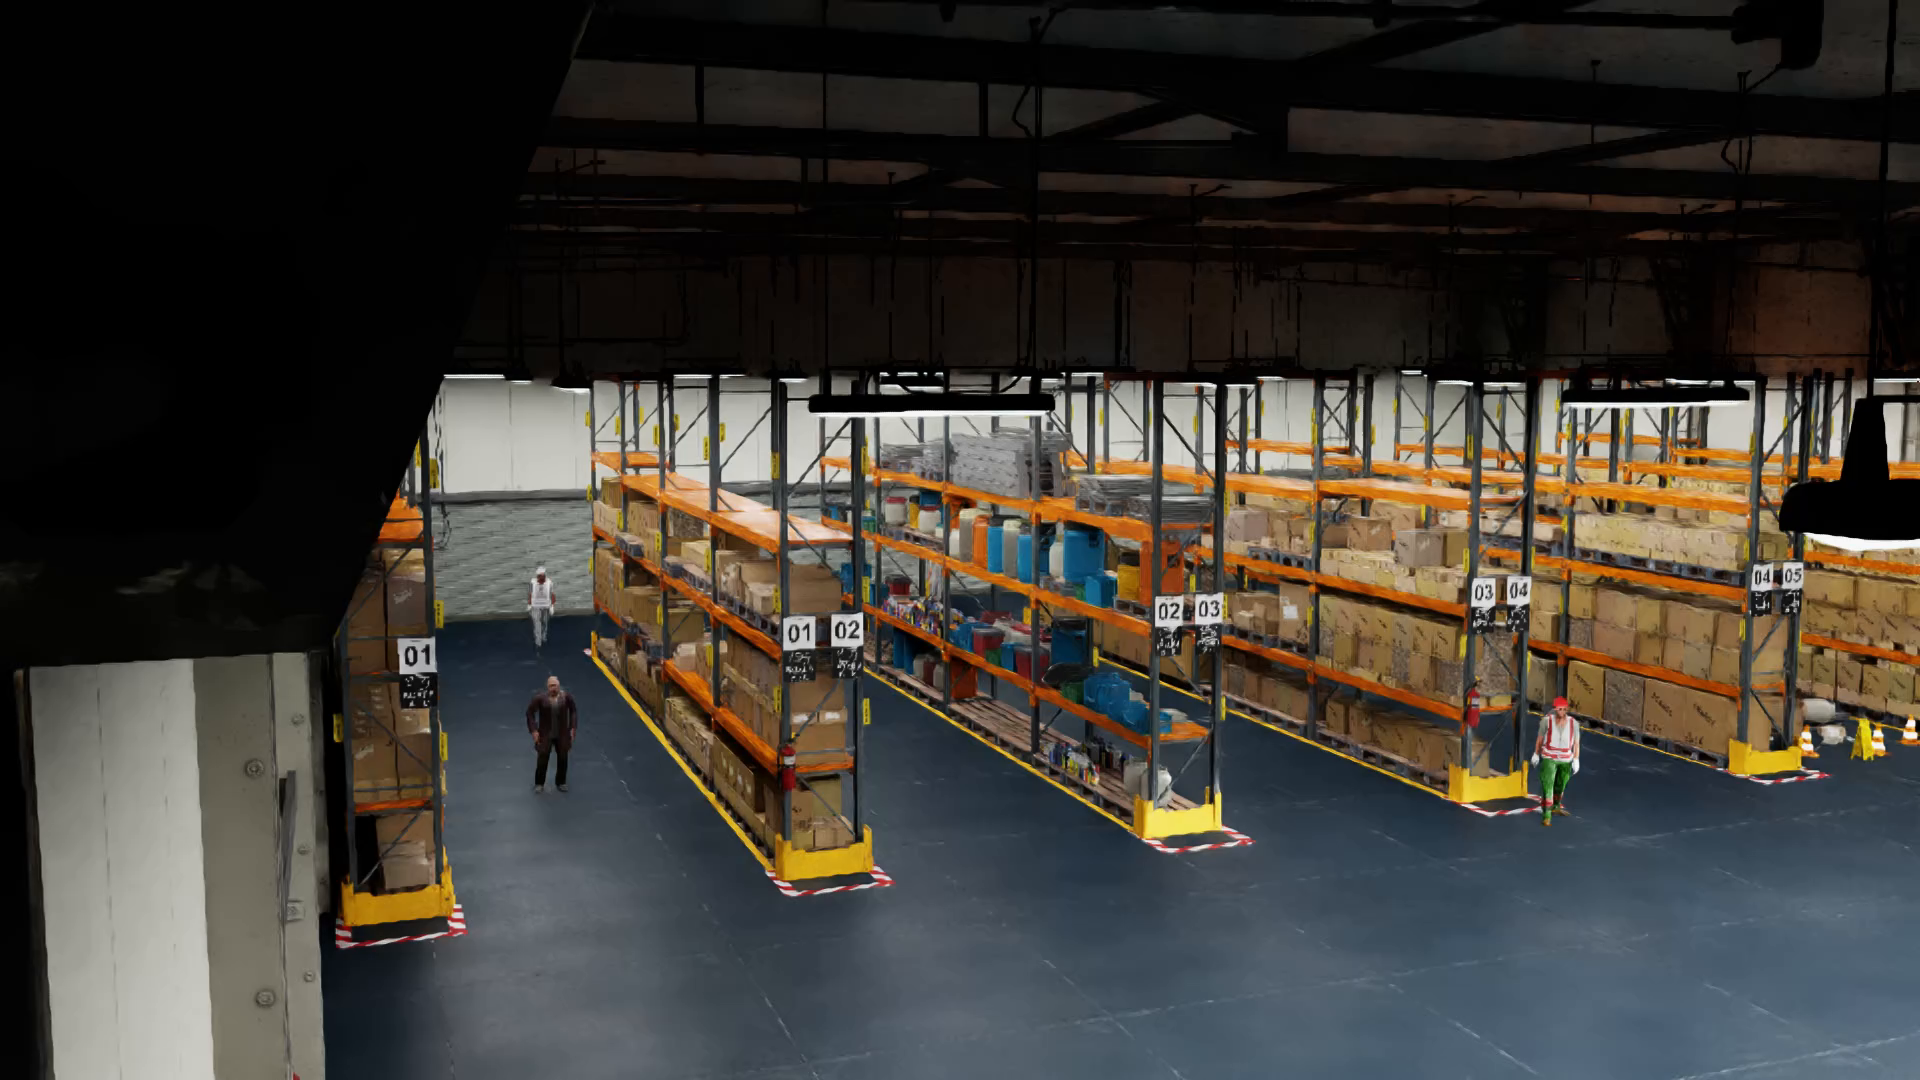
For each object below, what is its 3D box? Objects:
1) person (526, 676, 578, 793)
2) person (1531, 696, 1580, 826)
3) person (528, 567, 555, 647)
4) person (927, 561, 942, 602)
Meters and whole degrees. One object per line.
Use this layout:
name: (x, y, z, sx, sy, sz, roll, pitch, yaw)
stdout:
person: (-5.892, 2.797, 24.037, 0.729, 1.733, 0.546, -2, 7, -21)
person: (8.065, 2.961, 22.459, 0.593, 1.743, 0.943, 1, 6, 7)
person: (-9.101, 1.426, 36.212, 0.564, 1.704, 1.112, -3, 7, -22)
person: (-0.691, 0.984, 40.603, 0.537, 1.657, 0.501, 4, 8, 33)
